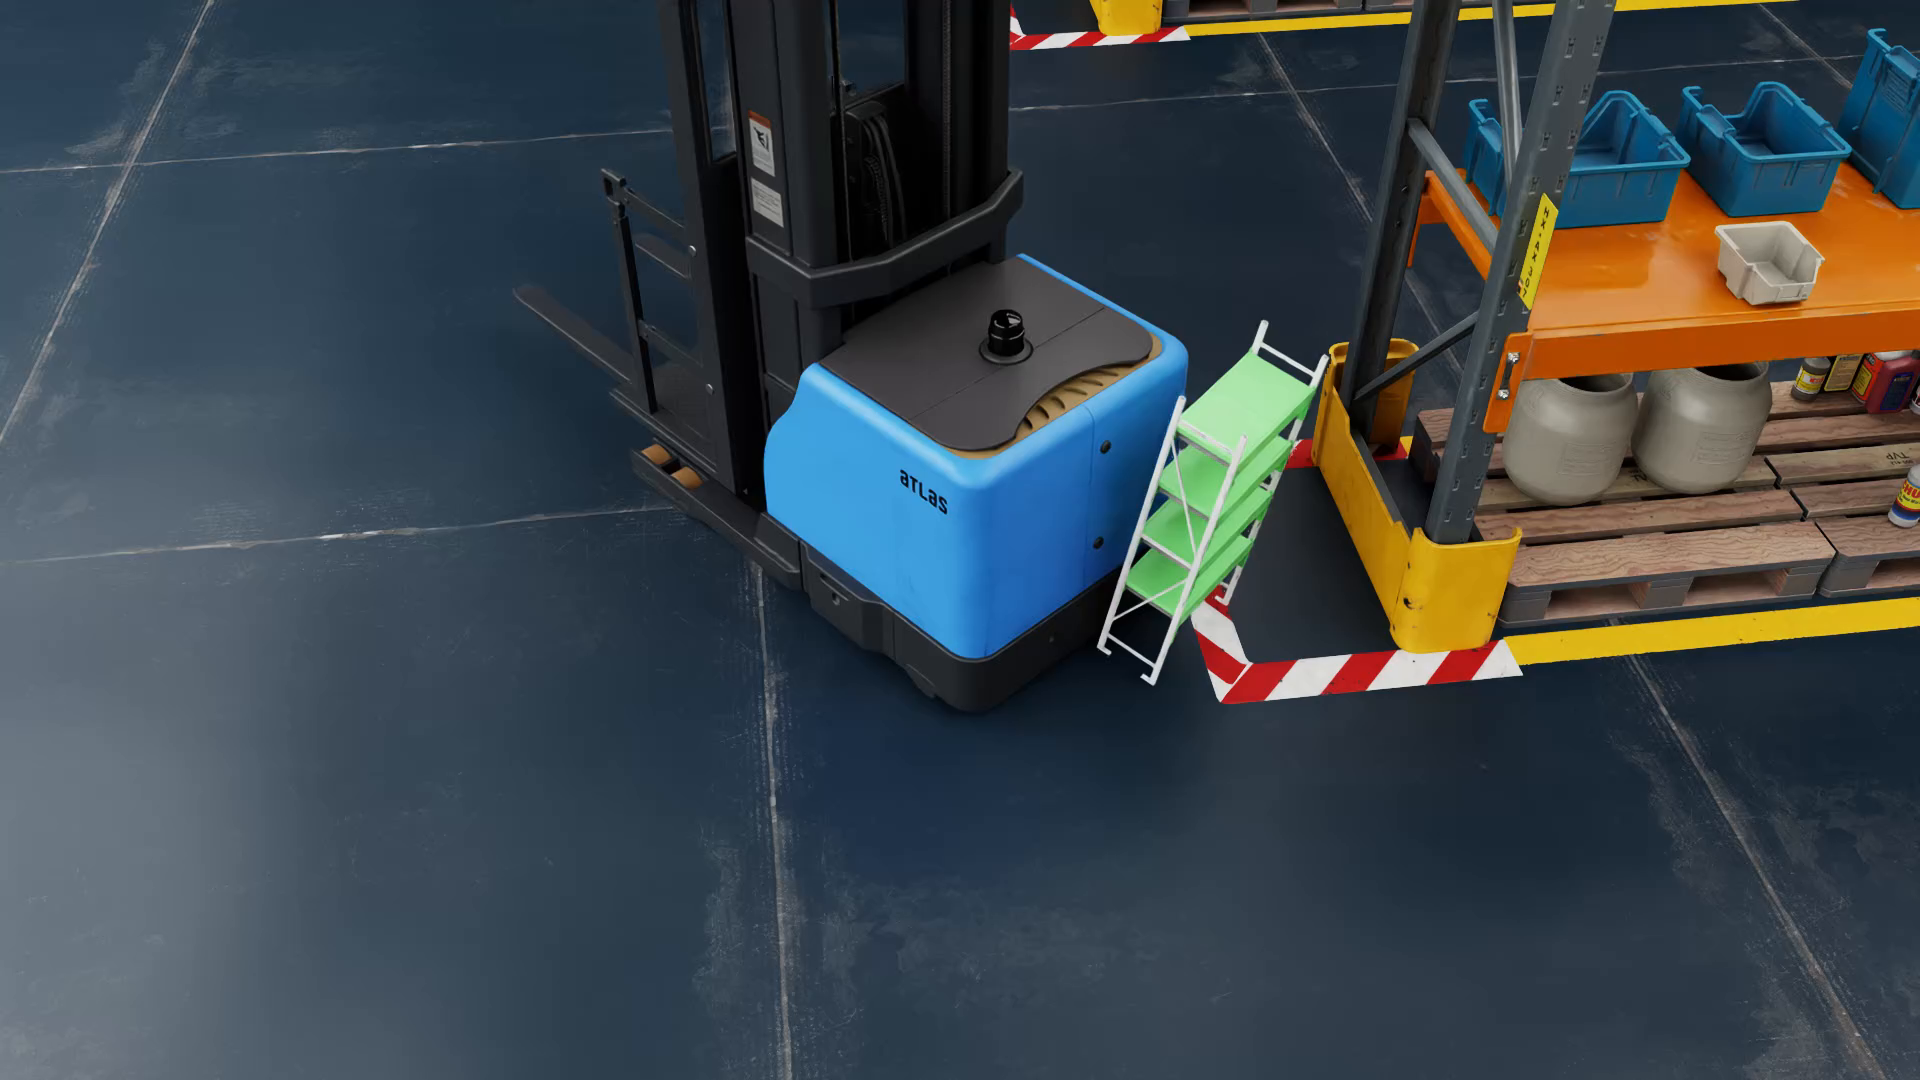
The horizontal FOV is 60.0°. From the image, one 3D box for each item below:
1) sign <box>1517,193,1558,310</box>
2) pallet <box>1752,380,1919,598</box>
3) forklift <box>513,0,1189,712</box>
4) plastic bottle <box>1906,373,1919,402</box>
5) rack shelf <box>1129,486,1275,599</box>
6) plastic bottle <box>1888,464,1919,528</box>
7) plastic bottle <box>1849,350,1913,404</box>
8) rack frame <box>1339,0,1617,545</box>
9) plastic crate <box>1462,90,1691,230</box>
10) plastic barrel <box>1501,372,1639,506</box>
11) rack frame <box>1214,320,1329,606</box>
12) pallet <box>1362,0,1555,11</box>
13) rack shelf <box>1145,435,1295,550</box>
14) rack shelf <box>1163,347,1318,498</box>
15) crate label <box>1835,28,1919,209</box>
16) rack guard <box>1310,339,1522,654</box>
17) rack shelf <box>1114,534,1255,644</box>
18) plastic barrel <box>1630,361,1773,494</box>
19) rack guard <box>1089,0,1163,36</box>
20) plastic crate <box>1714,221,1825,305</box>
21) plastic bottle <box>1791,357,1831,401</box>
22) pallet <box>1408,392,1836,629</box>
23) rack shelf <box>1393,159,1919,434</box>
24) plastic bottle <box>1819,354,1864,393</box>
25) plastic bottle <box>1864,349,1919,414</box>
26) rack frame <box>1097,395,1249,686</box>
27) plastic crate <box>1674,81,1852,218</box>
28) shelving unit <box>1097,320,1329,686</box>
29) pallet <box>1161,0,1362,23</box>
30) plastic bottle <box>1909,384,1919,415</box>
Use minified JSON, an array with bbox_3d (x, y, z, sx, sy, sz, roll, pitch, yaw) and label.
[{"bbox_3d":[1.632,-0.814,4.706,0.005,0.325,0.100,-5,42,-6],"label":"sign"},{"bbox_3d":[3.648,-0.250,6.369,1.213,0.211,1.003,-5,42,-6],"label":"pallet"},{"bbox_3d":[-0.626,-1.411,5.626,1.130,2.935,3.031,-33,51,-31],"label":"forklift"},{"bbox_3d":[3.721,-0.695,6.486,0.135,0.276,0.152,-6,42,-7],"label":"plastic bottle"},{"bbox_3d":[0.795,-0.052,5.482,0.258,0.148,0.480,34,51,19],"label":"rack shelf"},{"bbox_3d":[3.404,-0.177,5.916,0.097,0.271,0.097,0,42,0],"label":"plastic bottle"},{"bbox_3d":[3.583,-0.683,6.473,0.135,0.276,0.152,-5,42,-5],"label":"plastic bottle"},{"bbox_3d":[1.565,-1.077,5.204,0.127,3.000,1.000,-5,42,-6],"label":"rack frame"},{"bbox_3d":[2.023,-1.264,5.522,0.616,0.251,0.499,-5,42,-6],"label":"plastic crate"},{"bbox_3d":[2.208,-0.417,6.016,0.421,0.512,0.421,0,42,0],"label":"plastic barrel"},{"bbox_3d":[0.952,-0.224,5.578,0.240,1.200,0.015,34,51,19],"label":"rack frame"},{"bbox_3d":[2.887,-3.529,10.005,1.213,0.211,1.003,-5,42,-6],"label":"pallet"},{"bbox_3d":[0.828,-0.210,5.304,0.258,0.148,0.480,34,51,19],"label":"rack shelf"},{"bbox_3d":[0.861,-0.368,5.127,0.258,0.148,0.480,34,51,19],"label":"rack shelf"},{"bbox_3d":[3.355,-1.429,5.568,0.616,0.435,0.502,-5,42,-6],"label":"crate label"},{"bbox_3d":[1.635,-0.186,6.083,0.348,0.500,1.175,-5,42,-6],"label":"rack guard"},{"bbox_3d":[0.761,0.106,5.659,0.258,0.148,0.480,34,51,19],"label":"rack shelf"},{"bbox_3d":[2.705,-0.460,6.064,0.421,0.512,0.421,0,42,0],"label":"plastic barrel"},{"bbox_3d":[0.903,-3.436,9.686,0.348,0.500,1.175,-5,42,-6],"label":"rack guard"},{"bbox_3d":[2.494,-0.843,5.142,0.250,0.136,0.298,-5,42,-6],"label":"plastic crate"},{"bbox_3d":[3.330,-0.651,6.493,0.097,0.201,0.097,0,42,0],"label":"plastic bottle"},{"bbox_3d":[2.441,-0.146,6.254,1.213,0.211,1.003,-5,42,-6],"label":"pallet"},{"bbox_3d":[3.549,-0.983,5.637,4.000,0.370,1.077,-5,42,-6],"label":"rack shelf"},{"bbox_3d":[3.443,-0.704,6.491,0.133,0.283,0.061,-4,42,-4],"label":"plastic bottle"},{"bbox_3d":[3.597,-0.615,6.392,0.133,0.283,0.061,-5,42,-6],"label":"plastic bottle"},{"bbox_3d":[0.656,0.037,5.290,0.240,1.200,0.015,34,51,19],"label":"rack frame"},{"bbox_3d":[2.668,-1.316,5.581,0.408,0.251,0.499,-5,42,-6],"label":"plastic crate"},{"bbox_3d":[0.804,-0.094,5.434,0.258,1.200,0.503,34,51,19],"label":"shelving unit"},{"bbox_3d":[1.680,-3.425,9.890,1.213,0.211,1.003,-5,42,-6],"label":"pallet"},{"bbox_3d":[3.755,-0.586,6.421,0.097,0.201,0.097,0,42,0],"label":"plastic bottle"}]
